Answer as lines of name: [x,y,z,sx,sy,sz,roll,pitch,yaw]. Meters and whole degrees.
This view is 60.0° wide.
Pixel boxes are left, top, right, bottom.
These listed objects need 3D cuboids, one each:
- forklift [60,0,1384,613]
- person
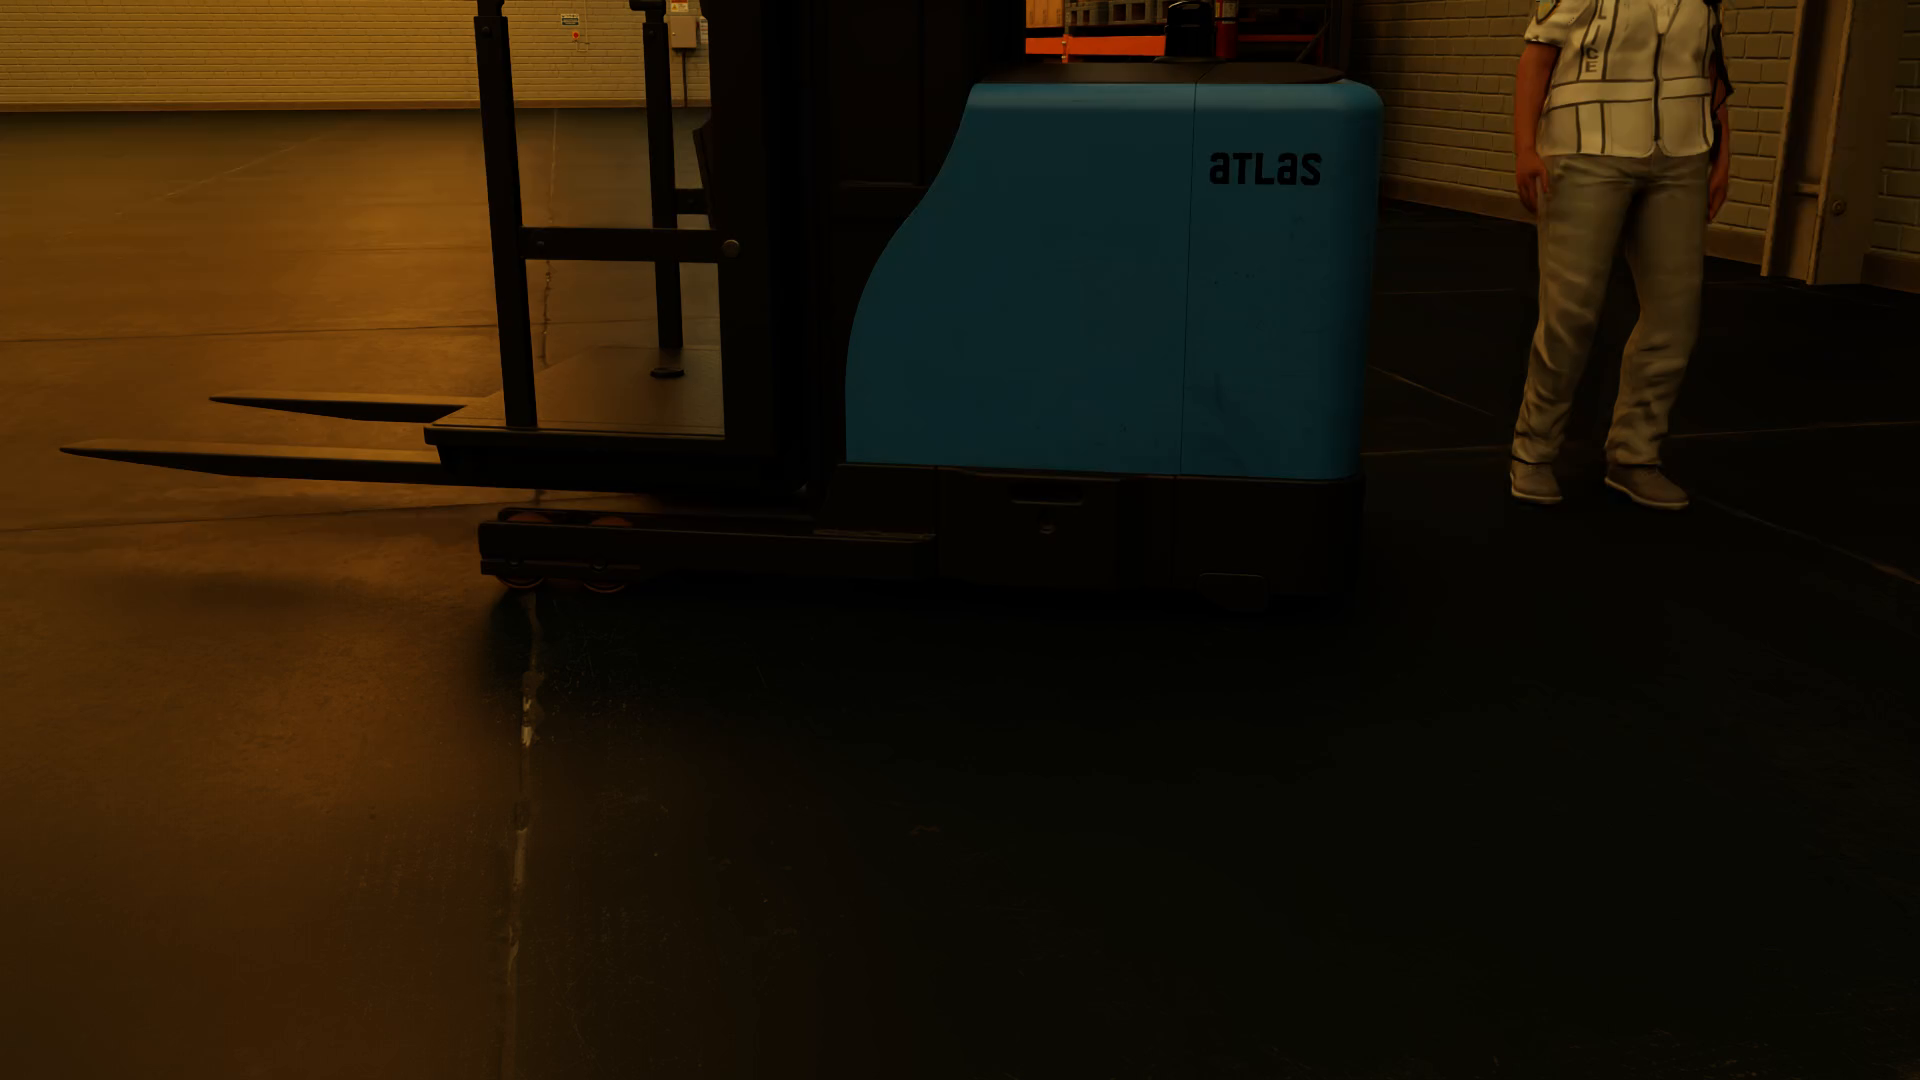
forklift: [-0.602,-1.433,3.693,3.031,2.935,1.130,3,17,9]
person: [1.732,-0.932,4.251,0.600,1.657,0.549,-2,17,-5]
